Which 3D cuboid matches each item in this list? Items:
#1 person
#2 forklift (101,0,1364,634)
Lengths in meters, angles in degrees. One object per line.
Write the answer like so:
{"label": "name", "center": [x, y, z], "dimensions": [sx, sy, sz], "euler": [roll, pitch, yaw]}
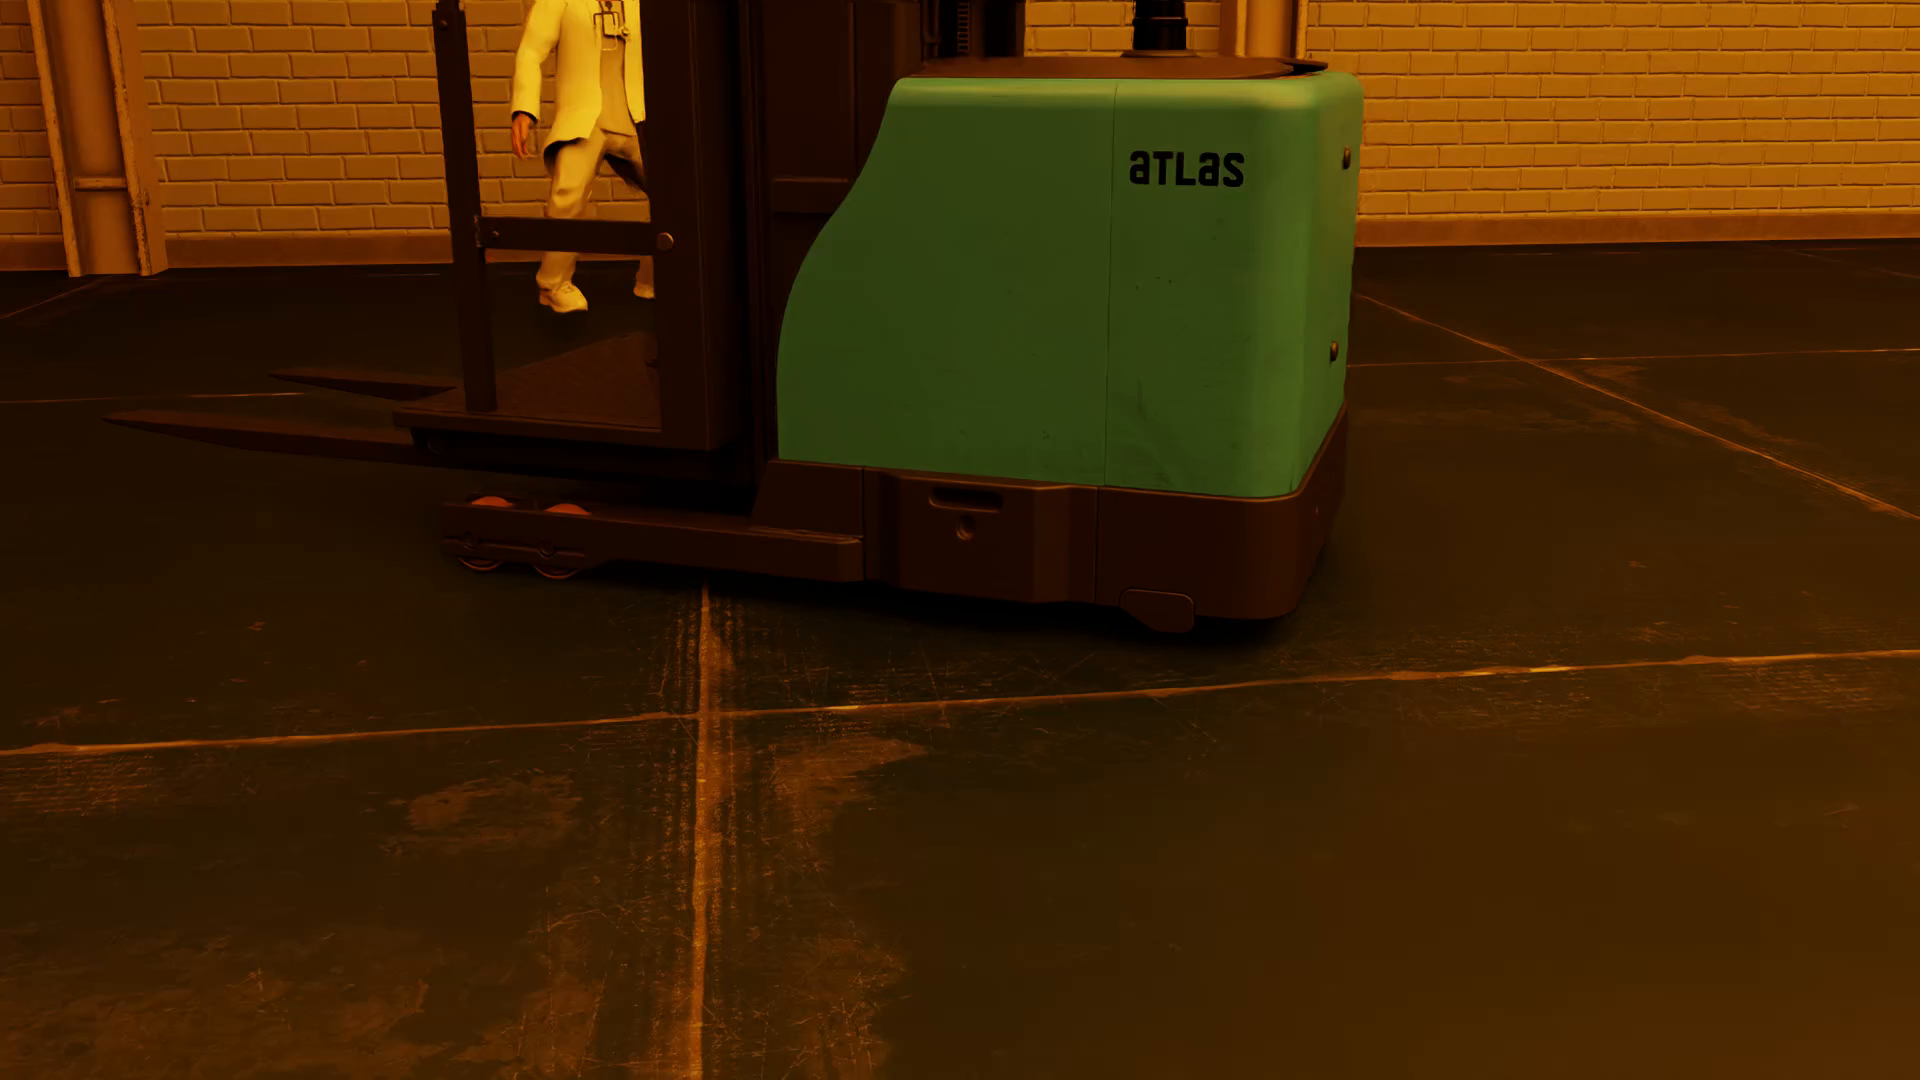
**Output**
{"label": "person", "center": [-1.434, -1.764, 7.067], "dimensions": [1.004, 1.644, 0.744], "euler": [-10, 19, -29]}
{"label": "forklift", "center": [-0.644, -1.453, 3.709], "dimensions": [3.031, 2.935, 1.130], "euler": [6, 18, 18]}
